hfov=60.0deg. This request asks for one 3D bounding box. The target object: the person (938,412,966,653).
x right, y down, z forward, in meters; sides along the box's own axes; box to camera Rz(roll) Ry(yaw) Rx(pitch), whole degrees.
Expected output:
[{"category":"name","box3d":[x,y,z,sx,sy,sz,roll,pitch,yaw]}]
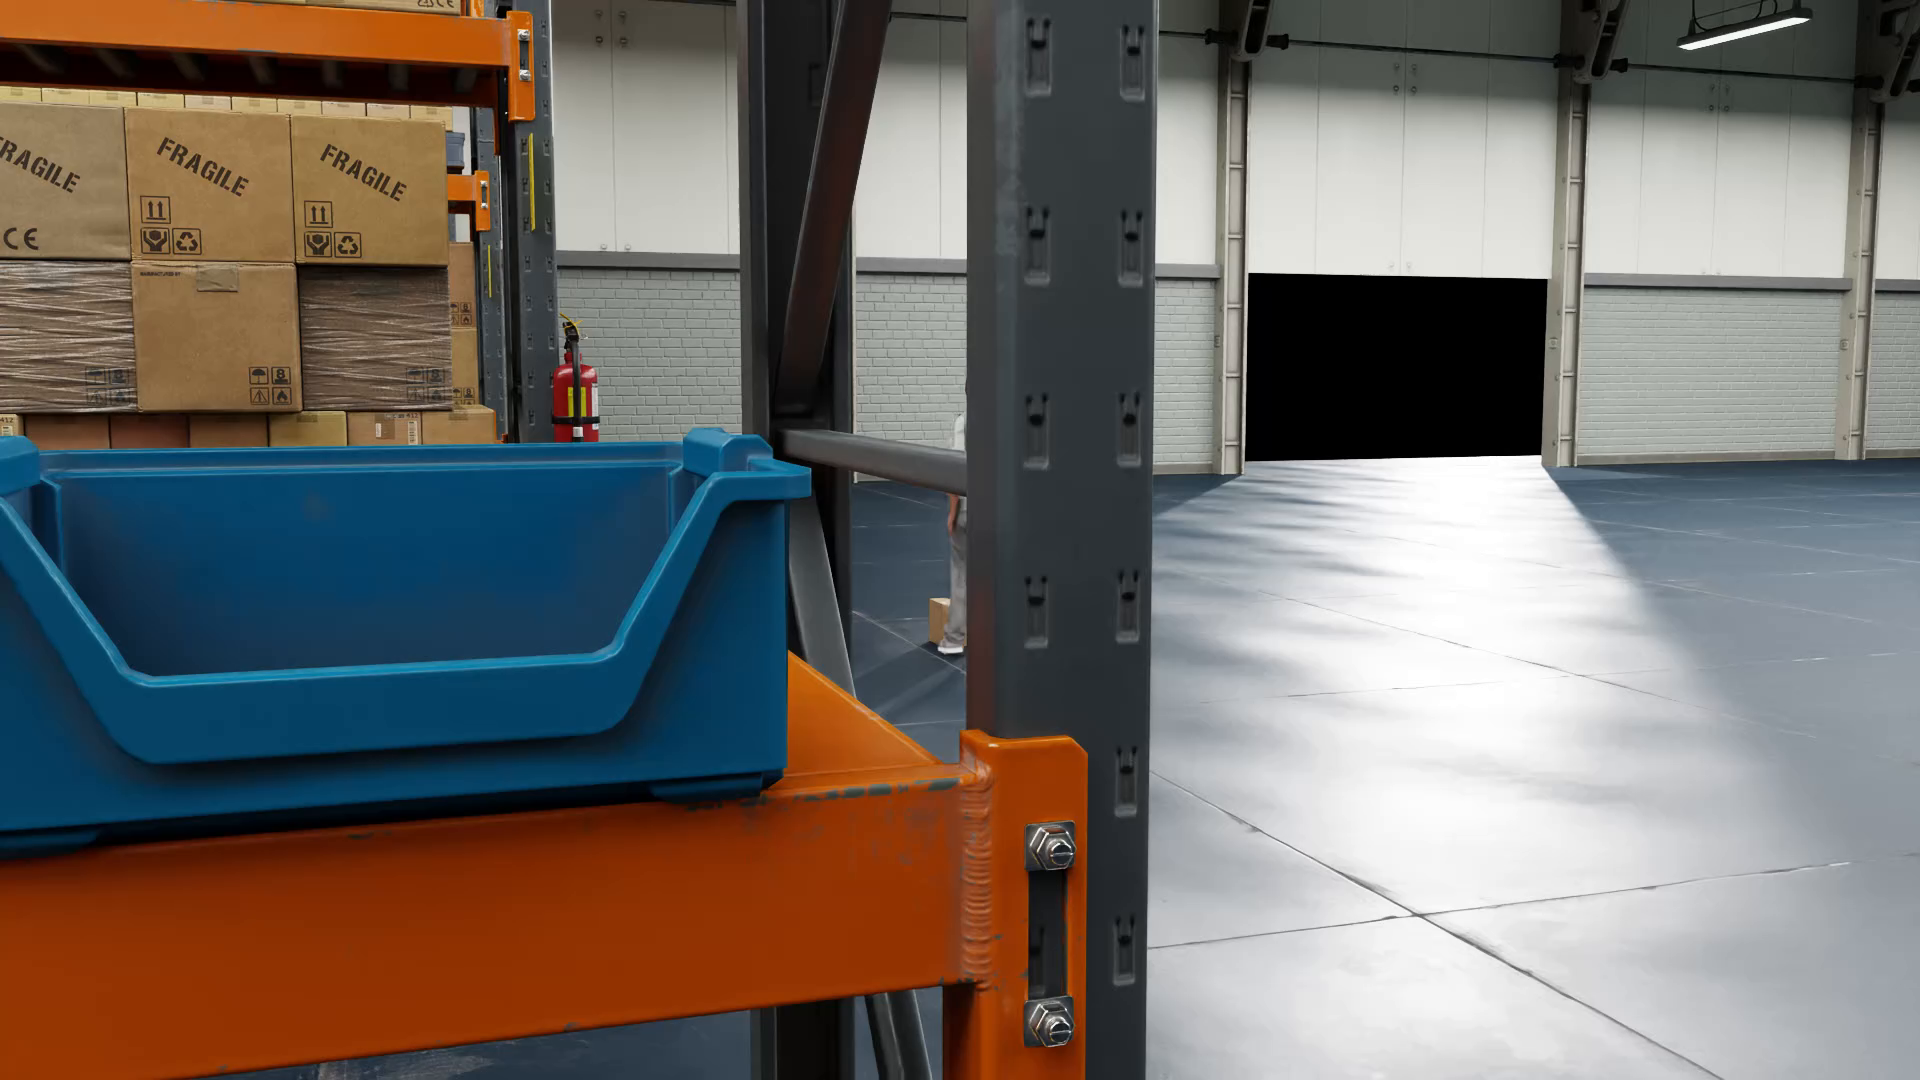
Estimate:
[{"category":"person","box3d":[0.109,-0.150,9.206,0.438,1.588,0.502,-2,6,-18]}]
